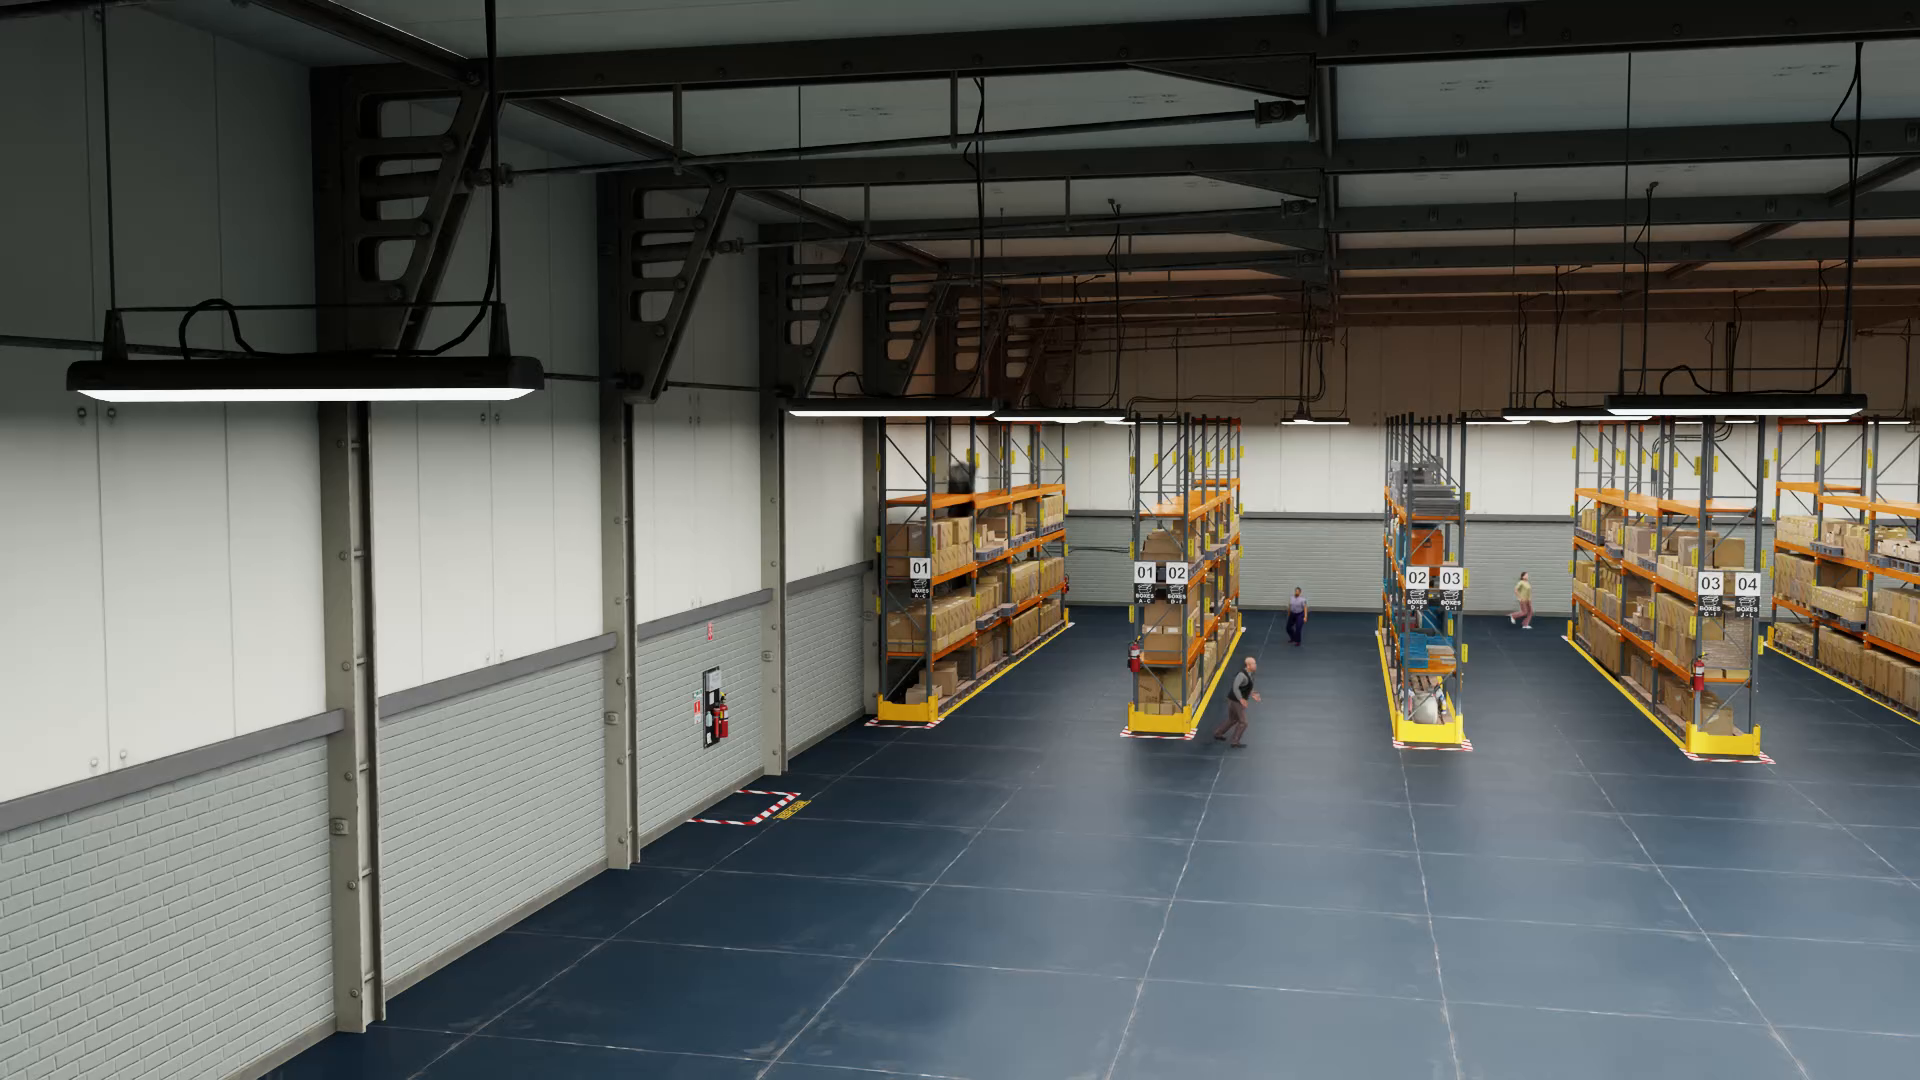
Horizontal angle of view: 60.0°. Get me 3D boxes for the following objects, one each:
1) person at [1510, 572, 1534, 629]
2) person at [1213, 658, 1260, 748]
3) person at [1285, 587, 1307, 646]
[{"bbox_3d":[16.038,1.721,47.338,0.587,1.614,0.686,-3,5,-37],"label":"person"},{"bbox_3d":[4.929,2.895,29.761,0.847,1.636,0.677,1,4,19],"label":"person"},{"bbox_3d":[8.845,1.986,43.637,0.754,1.572,0.602,3,5,39],"label":"person"}]
